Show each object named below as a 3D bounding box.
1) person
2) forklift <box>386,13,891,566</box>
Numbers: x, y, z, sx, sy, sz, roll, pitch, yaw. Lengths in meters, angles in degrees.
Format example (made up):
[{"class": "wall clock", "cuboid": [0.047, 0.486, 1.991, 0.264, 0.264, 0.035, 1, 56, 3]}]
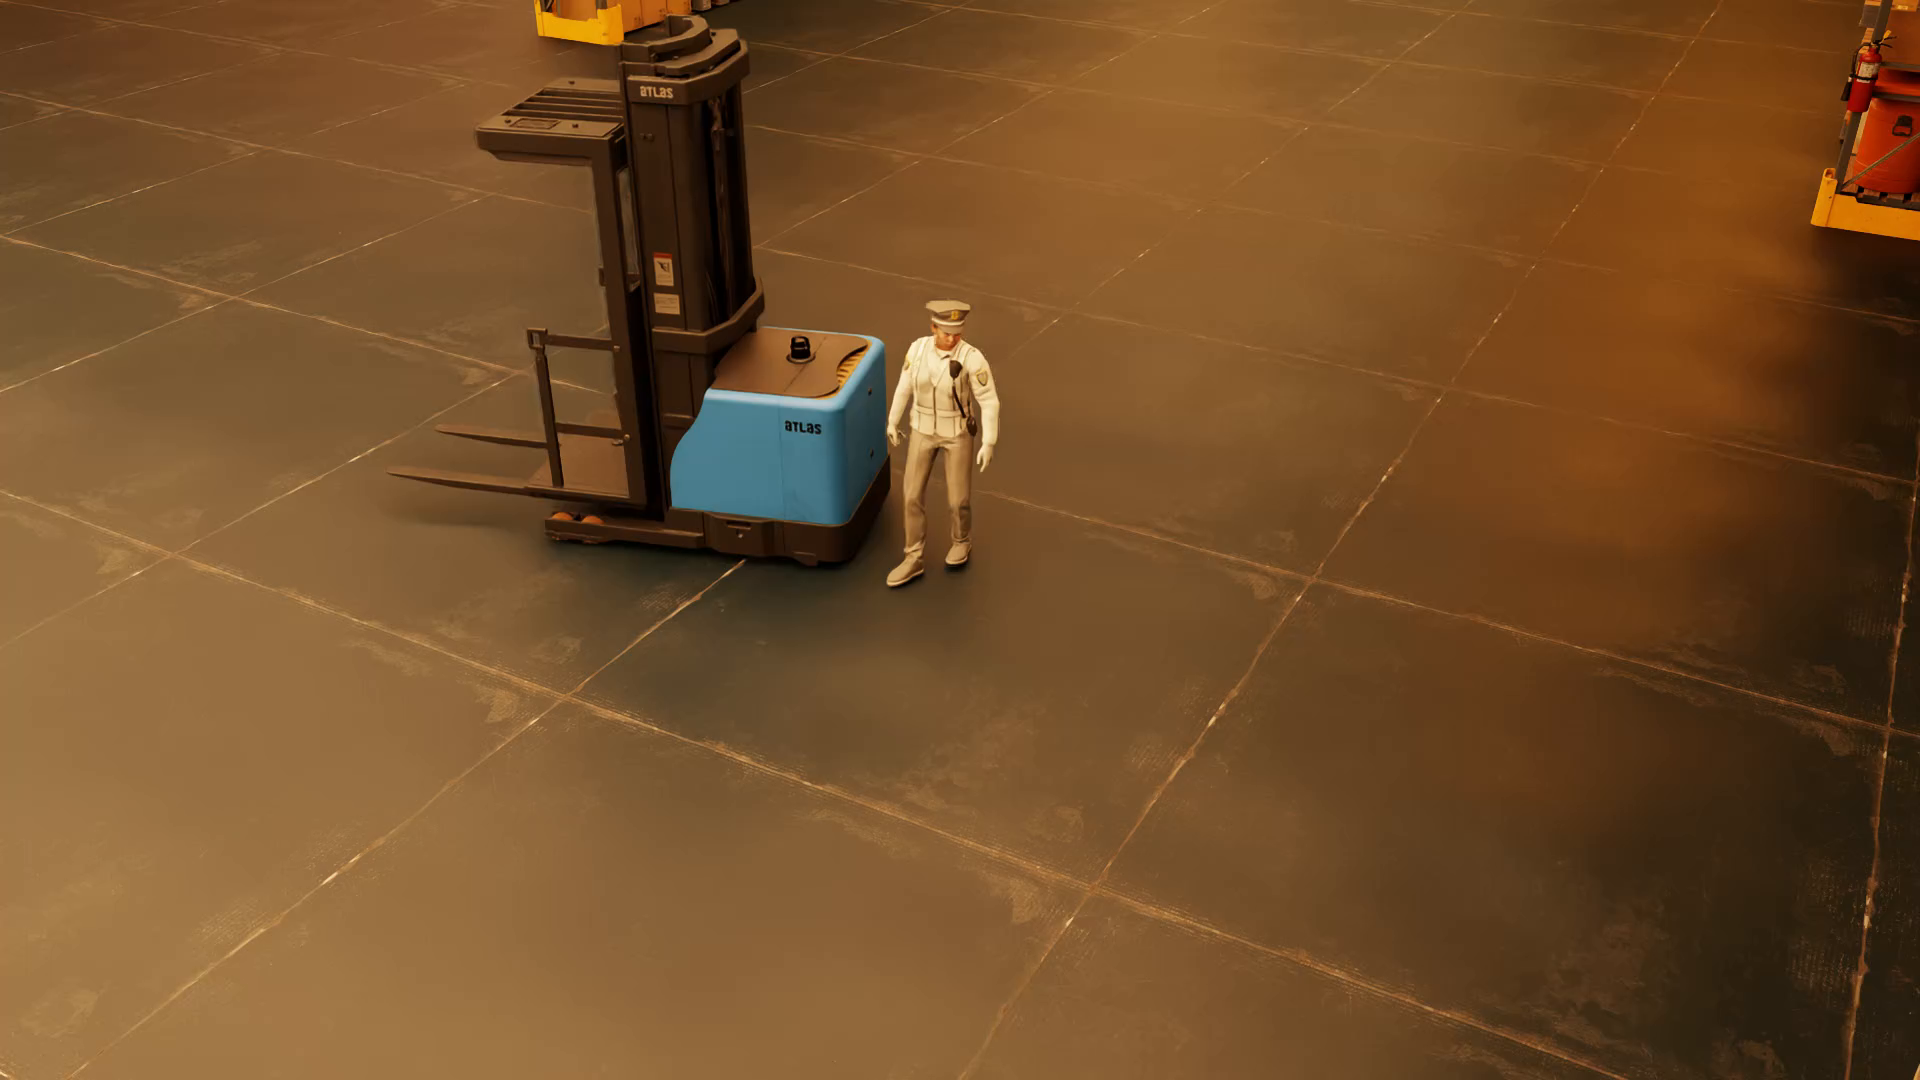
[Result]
[{"class": "person", "cuboid": [-0.135, -0.537, 9.308, 0.697, 1.620, 0.623, 9, 31, 15]}, {"class": "forklift", "cuboid": [-2.007, -1.492, 9.655, 3.031, 2.935, 1.130, 7, 31, 11]}]
